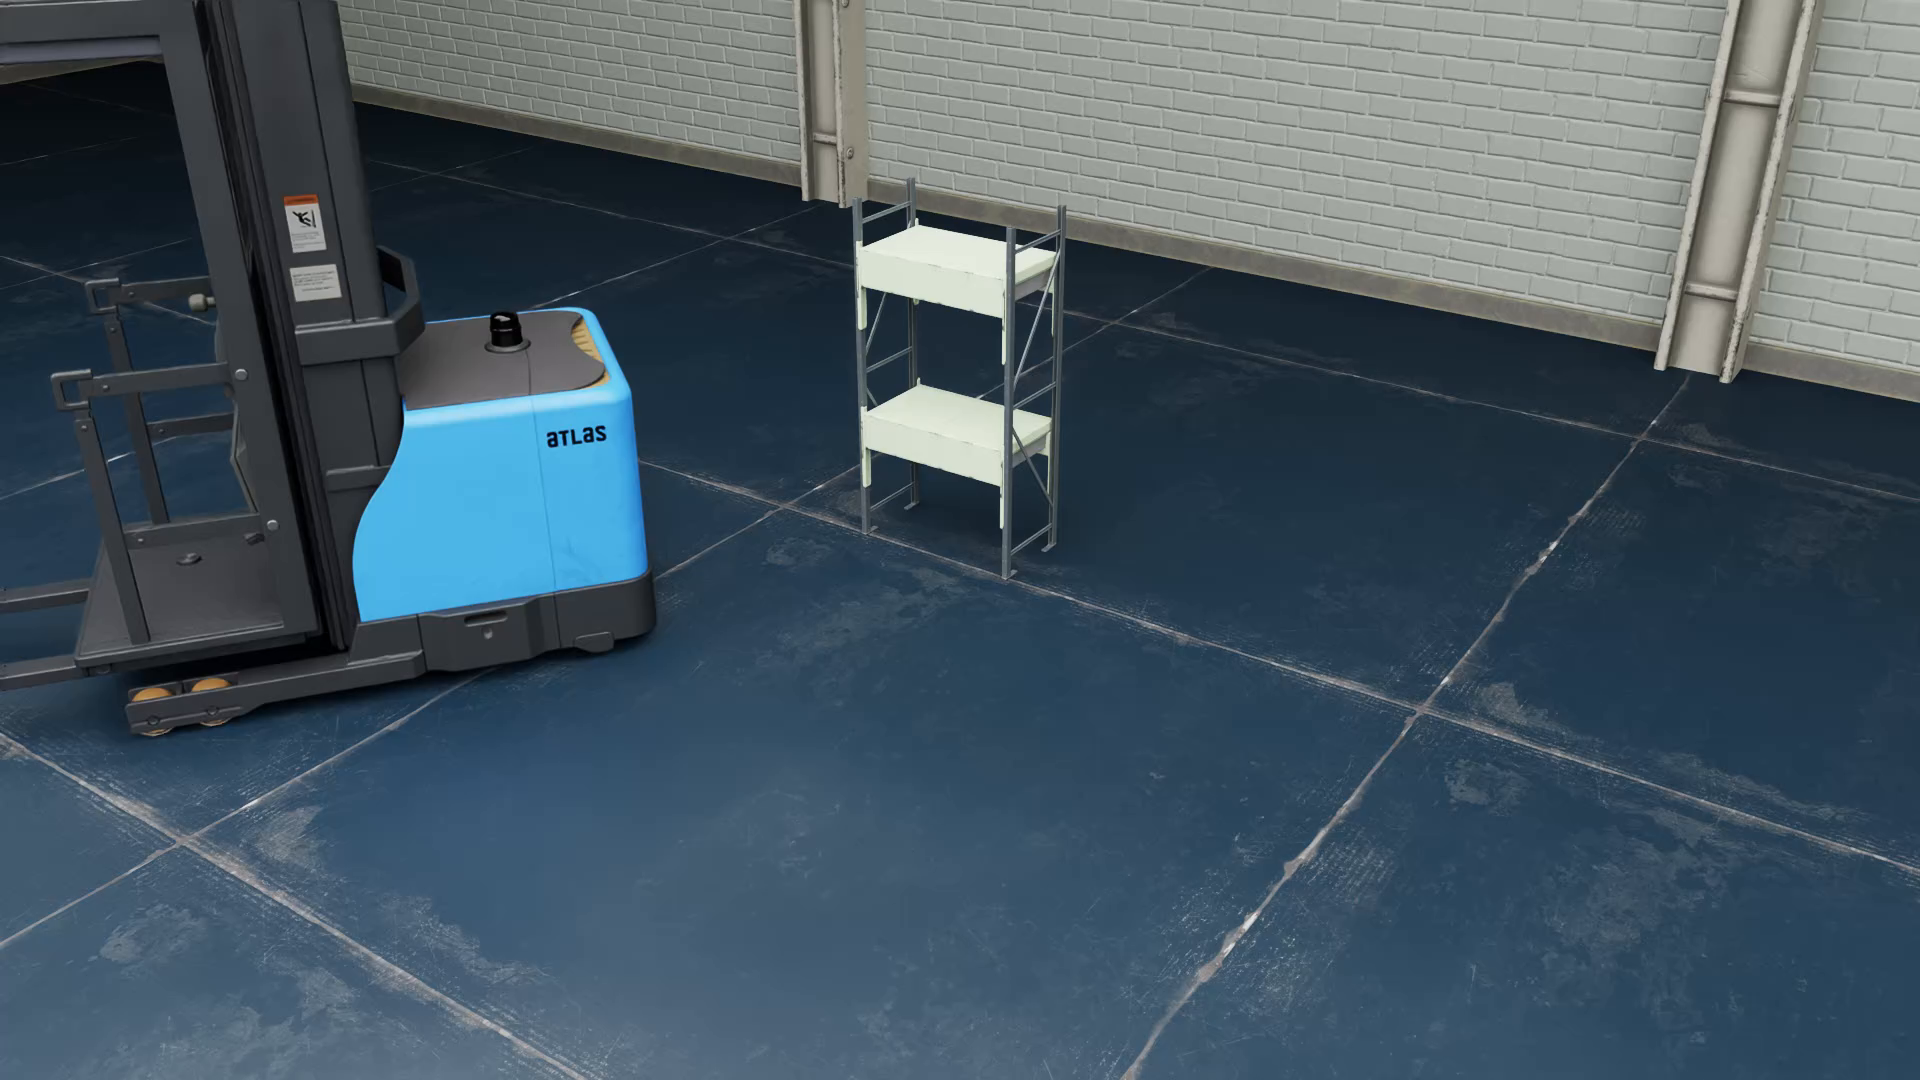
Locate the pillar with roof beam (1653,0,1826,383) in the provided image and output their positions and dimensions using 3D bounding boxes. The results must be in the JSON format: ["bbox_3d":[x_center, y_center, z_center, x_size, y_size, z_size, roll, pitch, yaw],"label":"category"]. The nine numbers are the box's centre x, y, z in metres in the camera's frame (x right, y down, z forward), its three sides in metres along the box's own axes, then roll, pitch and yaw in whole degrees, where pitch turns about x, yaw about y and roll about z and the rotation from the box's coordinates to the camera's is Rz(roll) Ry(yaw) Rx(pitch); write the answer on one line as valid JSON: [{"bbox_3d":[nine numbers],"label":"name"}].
[{"bbox_3d":[1.604,-3.346,3.903,0.400,9.000,9.100,17,32,30],"label":"pillar with roof beam"}]

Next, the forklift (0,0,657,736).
[{"bbox_3d":[-2.751,-0.883,5.753,3.031,2.935,1.130,-9,28,-17],"label":"forklift"}]

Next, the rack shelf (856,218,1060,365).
[{"bbox_3d":[-0.006,-1.018,6.736,0.720,0.370,0.431,17,32,30],"label":"rack shelf"}]

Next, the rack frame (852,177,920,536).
[{"bbox_3d":[-0.307,-0.764,7.098,0.023,1.500,0.400,17,32,30],"label":"rack frame"}]

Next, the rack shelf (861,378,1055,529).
[{"bbox_3d":[-0.006,-0.380,7.061,0.720,0.370,0.431,17,32,30],"label":"rack shelf"}]

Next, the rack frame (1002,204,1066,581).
[{"bbox_3d":[0.296,-0.576,6.729,0.023,1.500,0.400,17,32,30],"label":"rack frame"}]

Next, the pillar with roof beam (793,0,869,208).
[{"bbox_3d":[-3.342,-4.887,6.931,0.400,9.000,9.100,17,32,30],"label":"pillar with roof beam"}]

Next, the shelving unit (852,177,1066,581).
[{"bbox_3d":[-0.006,-0.670,6.913,0.755,1.500,0.431,17,32,30],"label":"shelving unit"}]
